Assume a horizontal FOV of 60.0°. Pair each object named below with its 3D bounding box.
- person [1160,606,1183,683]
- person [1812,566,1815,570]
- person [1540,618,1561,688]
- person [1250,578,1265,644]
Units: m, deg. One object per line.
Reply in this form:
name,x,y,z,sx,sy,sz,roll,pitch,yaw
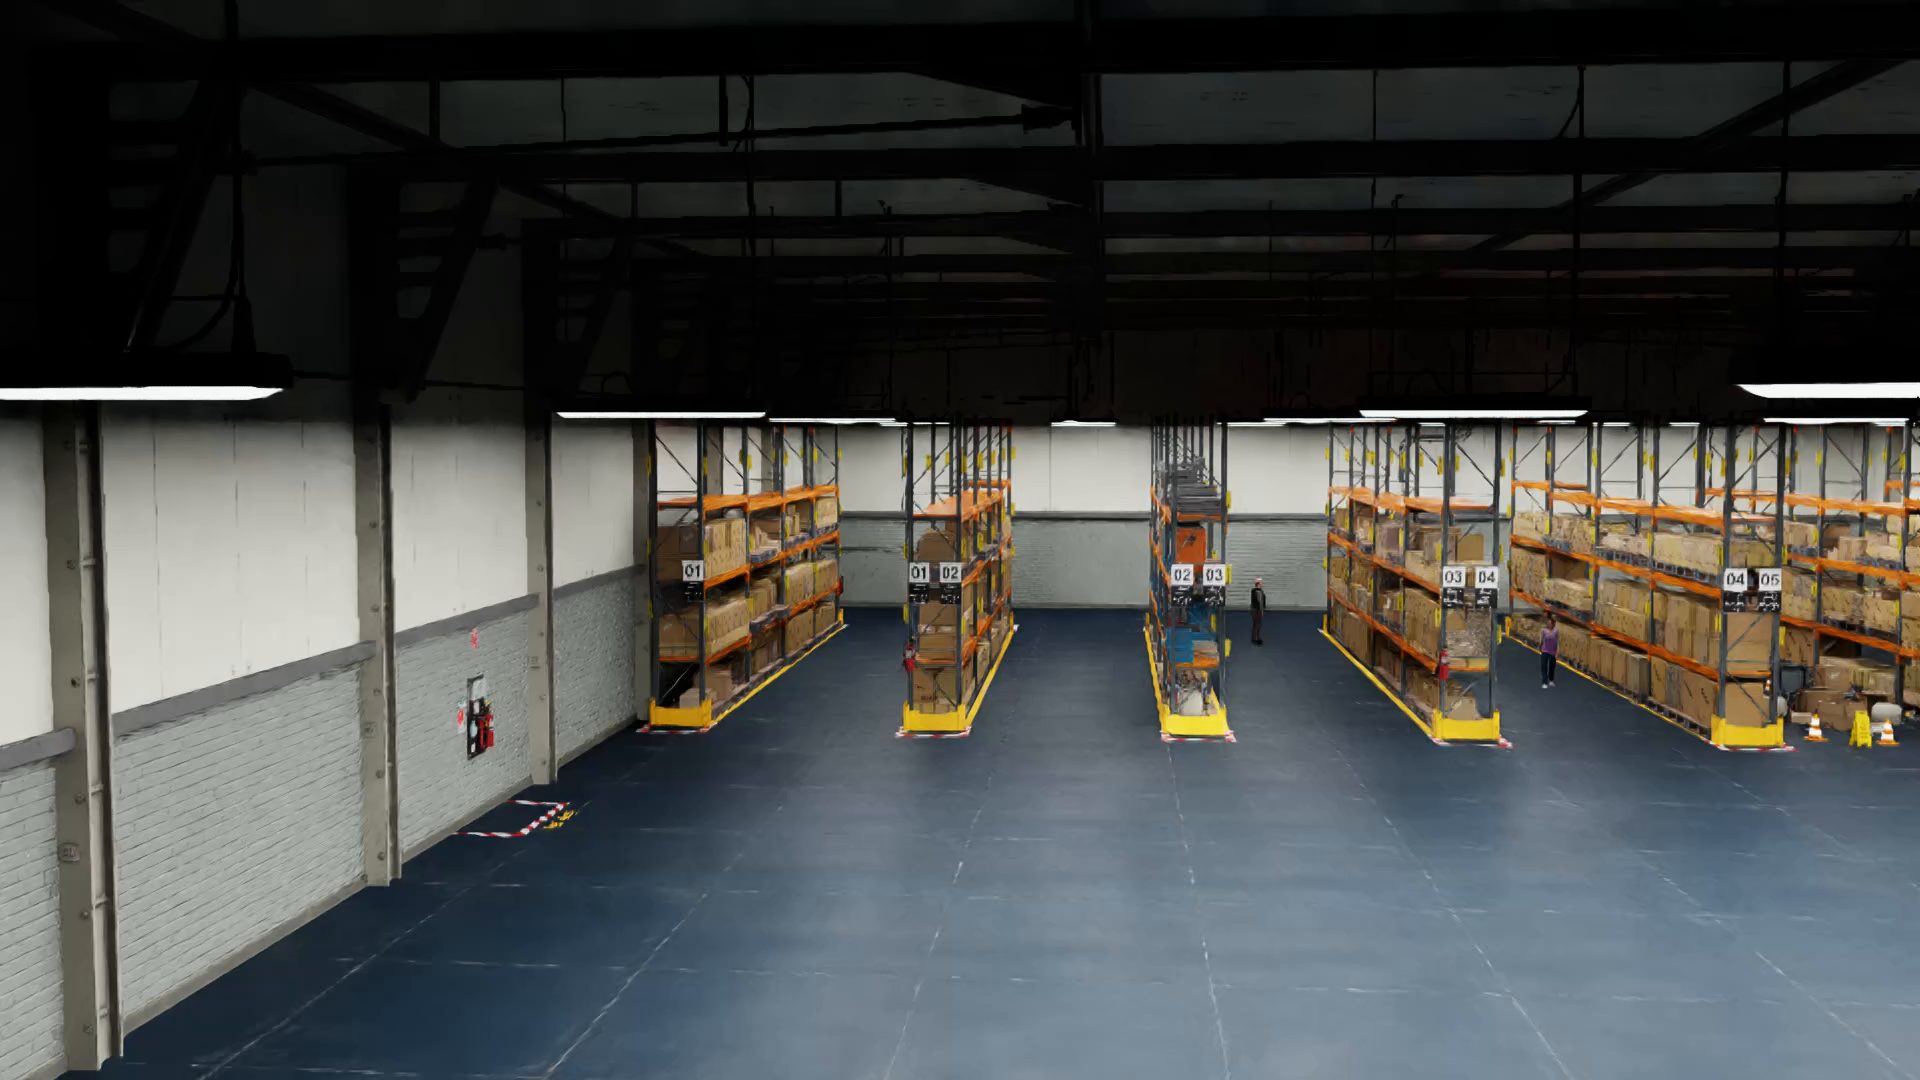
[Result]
person,4.596,2.244,36.055,0.474,1.681,0.523,0,4,-2
person,24.858,1.618,48.133,0.619,1.762,0.593,-2,4,-30
person,13.026,2.480,36.699,0.408,1.518,0.962,1,4,14
person,7.925,1.870,44.217,0.392,1.724,0.627,-1,4,-11
